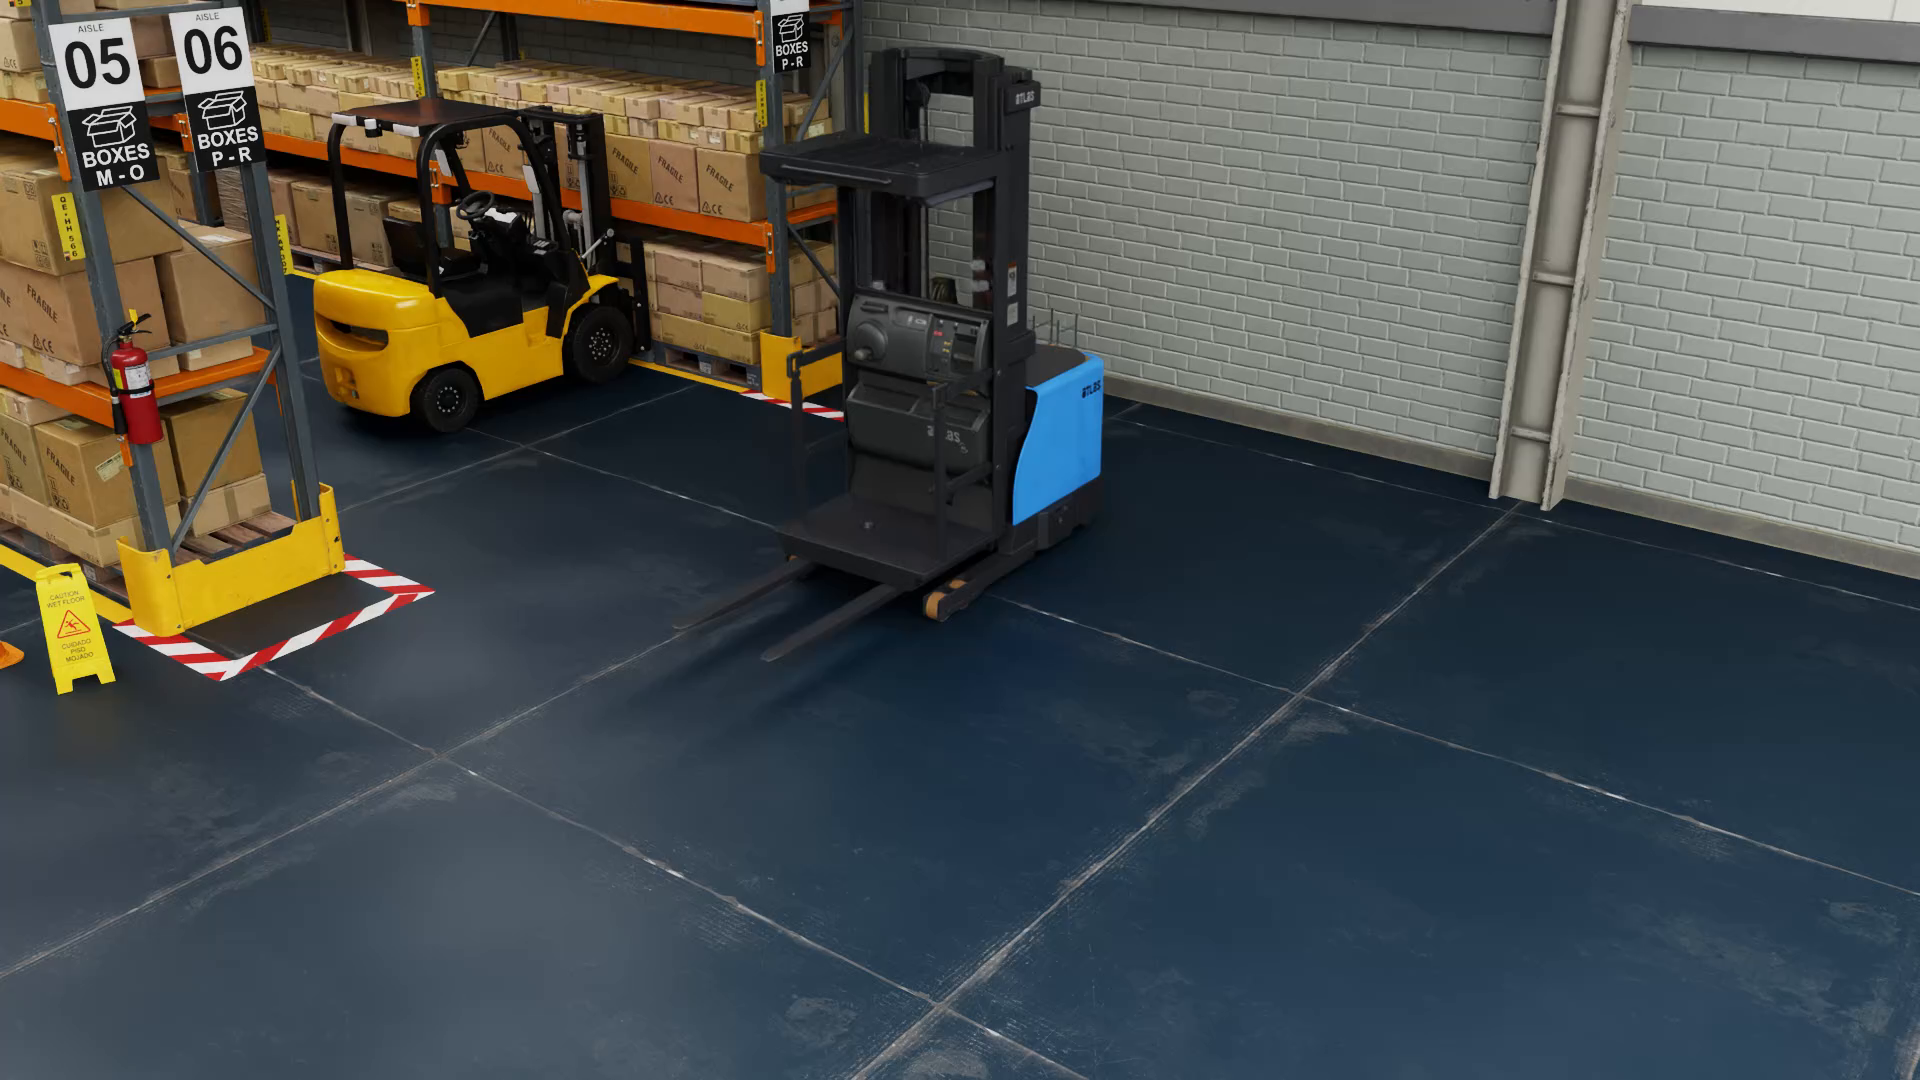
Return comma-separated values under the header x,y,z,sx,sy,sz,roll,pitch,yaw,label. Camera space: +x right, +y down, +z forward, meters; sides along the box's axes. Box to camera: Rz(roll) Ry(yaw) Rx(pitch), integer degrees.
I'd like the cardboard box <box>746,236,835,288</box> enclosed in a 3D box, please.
x,y,z,sx,sy,sz,roll,pitch,yaw,label
-1.347,-2.216,13.208,0.500,0.250,0.500,16,29,33,cardboard box

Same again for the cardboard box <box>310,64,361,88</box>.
x,y,z,sx,sy,sz,roll,pitch,yaw,label
-5.724,-4.267,15.286,0.250,0.149,0.380,17,29,34,cardboard box

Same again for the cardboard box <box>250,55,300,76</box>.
x,y,z,sx,sy,sz,roll,pitch,yaw,label
-6.528,-4.524,15.868,0.250,0.149,0.380,17,29,34,cardboard box

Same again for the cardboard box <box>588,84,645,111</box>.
x,y,z,sx,sy,sz,roll,pitch,yaw,label
-2.720,-3.513,13.206,0.250,0.149,0.380,17,29,34,cardboard box

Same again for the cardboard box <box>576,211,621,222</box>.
x,y,z,sx,sy,sz,roll,pitch,yaw,label
-2.956,-2.705,14.317,0.500,0.250,0.500,17,29,34,cardboard box

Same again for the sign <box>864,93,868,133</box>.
x,y,z,sx,sy,sz,roll,pitch,yaw,label
-0.739,-3.257,12.750,0.005,0.325,0.100,17,29,33,sign

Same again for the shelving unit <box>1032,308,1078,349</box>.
x,y,z,sx,sy,sz,roll,pitch,yaw,label
0.593,-0.874,10.736,0.189,1.200,0.258,16,27,32,shelving unit

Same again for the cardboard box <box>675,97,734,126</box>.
x,y,z,sx,sy,sz,roll,pitch,yaw,label
-1.931,-3.248,12.605,0.250,0.149,0.380,18,29,34,cardboard box

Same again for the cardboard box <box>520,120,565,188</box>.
x,y,z,sx,sy,sz,roll,pitch,yaw,label
-3.246,-3.226,13.727,0.500,0.500,0.500,16,29,33,cardboard box

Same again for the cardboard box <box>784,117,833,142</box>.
x,y,z,sx,sy,sz,roll,pitch,yaw,label
-1.192,-3.155,12.762,0.250,0.149,0.380,16,28,32,cardboard box

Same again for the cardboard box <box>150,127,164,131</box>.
x,y,z,sx,sy,sz,roll,pitch,yaw,label
-8.966,-4.528,18.581,0.250,0.149,0.380,16,28,31,cardboard box

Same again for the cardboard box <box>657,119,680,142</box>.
x,y,z,sx,sy,sz,roll,pitch,yaw,label
-2.106,-3.181,12.821,0.250,0.149,0.380,17,29,33,cardboard box

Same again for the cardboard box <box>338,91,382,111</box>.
x,y,z,sx,sy,sz,roll,pitch,yaw,label
-5.239,-3.933,15.021,0.500,0.250,0.500,16,28,32,cardboard box

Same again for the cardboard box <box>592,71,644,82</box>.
x,y,z,sx,sy,sz,roll,pitch,yaw,label
-2.835,-3.793,13.841,0.250,0.149,0.380,16,29,33,cardboard box

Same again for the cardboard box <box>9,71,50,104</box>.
x,y,z,sx,sy,sz,roll,pitch,yaw,label
-4.503,-2.298,8.337,0.250,0.149,0.380,17,29,34,cardboard box

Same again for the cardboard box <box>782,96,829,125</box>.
x,y,z,sx,sy,sz,roll,pitch,yaw,label
-1.217,-3.276,12.667,0.250,0.149,0.380,16,28,32,cardboard box

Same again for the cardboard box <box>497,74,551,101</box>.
x,y,z,sx,sy,sz,roll,pitch,yaw,label
-3.582,-3.732,13.702,0.250,0.149,0.380,18,29,34,cardboard box

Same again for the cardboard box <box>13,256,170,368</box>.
x,y,z,sx,sy,sz,roll,pitch,yaw,label
-4.650,-1.269,8.916,0.500,0.500,0.500,16,29,32,cardboard box

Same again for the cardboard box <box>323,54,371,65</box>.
x,y,z,sx,sy,sz,roll,pitch,yaw,label
-5.856,-4.546,15.918,0.250,0.149,0.380,18,29,35,cardboard box

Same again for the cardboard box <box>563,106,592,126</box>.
x,y,z,sx,sy,sz,roll,pitch,yaw,label
-2.954,-3.414,13.351,0.250,0.149,0.380,16,28,32,cardboard box

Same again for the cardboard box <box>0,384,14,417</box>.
x,y,z,sx,sy,sz,roll,pitch,yaw,label
-5.381,-0.857,9.629,0.250,0.149,0.380,17,29,34,cardboard box

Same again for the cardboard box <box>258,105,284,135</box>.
x,y,z,sx,sy,sz,roll,pitch,yaw,label
-6.453,-4.081,15.978,0.500,0.250,0.500,16,28,32,cardboard box

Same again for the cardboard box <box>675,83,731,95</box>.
x,y,z,sx,sy,sz,roll,pitch,yaw,label
-2.041,-3.529,13.243,0.250,0.149,0.380,18,29,35,cardboard box

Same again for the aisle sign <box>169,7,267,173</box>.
x,y,z,sx,sy,sz,roll,pitch,yaw,label
-3.815,-2.319,8.569,0.004,0.787,0.394,17,29,33,aisle sign

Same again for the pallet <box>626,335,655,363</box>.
x,y,z,sx,sy,sz,roll,pitch,yaw,label
-2.685,-1.837,14.158,1.213,0.211,1.003,17,29,33,pallet

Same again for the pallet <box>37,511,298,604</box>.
x,y,z,sx,sy,sz,roll,pitch,yaw,label
-4.740,0.005,9.976,1.213,0.211,1.003,17,29,33,pallet

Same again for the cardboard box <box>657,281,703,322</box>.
x,y,z,sx,sy,sz,roll,pitch,yaw,label
-2.048,-1.951,13.227,0.500,0.250,0.500,16,29,33,cardboard box

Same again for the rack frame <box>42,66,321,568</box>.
x,y,z,sx,sy,sz,roll,pitch,yaw,label
-4.050,-1.044,8.900,0.127,3.000,1.000,17,29,33,rack frame

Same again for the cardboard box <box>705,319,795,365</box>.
x,y,z,sx,sy,sz,roll,pitch,yaw,label
-1.642,-1.592,13.033,0.500,0.250,0.500,17,29,34,cardboard box

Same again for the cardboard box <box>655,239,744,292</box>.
x,y,z,sx,sy,sz,roll,pitch,yaw,label
-2.044,-2.171,13.105,0.500,0.250,0.500,17,29,34,cardboard box

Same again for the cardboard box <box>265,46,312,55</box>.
x,y,z,sx,sy,sz,roll,pitch,yaw,label
-6.649,-4.801,16.498,0.250,0.149,0.380,17,29,33,cardboard box

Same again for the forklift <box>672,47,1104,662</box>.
x,y,z,sx,sy,sz,roll,pitch,yaw,label
-0.362,-1.108,9.129,1.130,2.935,3.031,16,28,32,forklift

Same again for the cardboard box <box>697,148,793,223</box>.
x,y,z,sx,sy,sz,roll,pitch,yaw,label
-1.627,-2.727,12.595,0.500,0.500,0.500,16,28,32,cardboard box

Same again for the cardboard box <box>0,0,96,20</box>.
x,y,z,sx,sy,sz,roll,pitch,yaw,label
-4.498,-2.654,8.155,0.250,0.149,0.380,17,29,34,cardboard box

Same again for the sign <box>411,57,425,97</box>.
x,y,z,sx,sy,sz,roll,pitch,yaw,label
-4.595,-3.930,14.112,0.005,0.325,0.100,17,29,33,sign

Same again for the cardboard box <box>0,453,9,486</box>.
x,y,z,sx,sy,sz,roll,pitch,yaw,label
-5.667,-0.681,10.034,0.500,0.500,0.500,16,28,32,cardboard box

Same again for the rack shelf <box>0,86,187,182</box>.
x,y,z,sx,sy,sz,roll,pitch,yaw,label
-5.651,-2.572,9.538,4.000,0.370,1.077,17,29,33,rack shelf

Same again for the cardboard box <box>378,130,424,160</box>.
x,y,z,sx,sy,sz,roll,pitch,yaw,label
-4.837,-3.583,14.848,0.500,0.250,0.500,18,29,34,cardboard box

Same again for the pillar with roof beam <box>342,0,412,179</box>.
x,y,z,sx,sy,sz,roll,pitch,yaw,label
-8.476,-5.913,12.510,0.400,9.000,9.100,17,29,33,pillar with roof beam

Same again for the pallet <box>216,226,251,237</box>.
x,y,z,sx,sy,sz,roll,pitch,yaw,label
-6.842,-3.094,17.010,1.213,0.211,1.003,17,29,33,pallet

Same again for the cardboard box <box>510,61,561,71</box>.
x,y,z,sx,sy,sz,roll,pitch,yaw,label
-3.664,-4.039,14.399,0.250,0.149,0.380,16,28,32,cardboard box

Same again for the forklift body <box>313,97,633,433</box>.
x,y,z,sx,sy,sz,roll,pitch,yaw,label
-3.688,-2.128,12.413,1.214,2.155,2.313,17,29,33,forklift body

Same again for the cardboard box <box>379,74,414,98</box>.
x,y,z,sx,sy,sz,roll,pitch,yaw,label
-4.901,-4.024,14.735,0.250,0.149,0.380,16,29,33,cardboard box

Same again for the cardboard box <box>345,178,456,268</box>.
x,y,z,sx,sy,sz,roll,pitch,yaw,label
-5.318,-3.032,15.836,0.625,0.625,0.875,16,29,33,cardboard box

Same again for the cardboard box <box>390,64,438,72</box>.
x,y,z,sx,sy,sz,roll,pitch,yaw,label
-5.029,-4.308,15.380,0.250,0.149,0.380,16,29,33,cardboard box

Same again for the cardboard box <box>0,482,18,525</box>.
x,y,z,sx,sy,sz,roll,pitch,yaw,label
-5.690,-0.340,10.190,0.500,0.250,0.500,16,28,31,cardboard box

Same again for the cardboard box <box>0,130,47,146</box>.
x,y,z,sx,sy,sz,roll,pitch,yaw,label
-5.460,-1.952,9.227,0.500,0.500,0.700,16,29,33,cardboard box

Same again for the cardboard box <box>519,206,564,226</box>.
x,y,z,sx,sy,sz,roll,pitch,yaw,label
-3.675,-2.660,14.217,0.500,0.250,0.500,17,29,33,cardboard box

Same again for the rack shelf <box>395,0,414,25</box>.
x,y,z,sx,sy,sz,roll,pitch,yaw,label
-5.877,-5.141,15.370,4.000,0.370,1.077,17,29,33,rack shelf

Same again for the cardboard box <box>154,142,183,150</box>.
x,y,z,sx,sy,sz,roll,pitch,yaw,label
-8.446,-4.098,17.606,0.250,0.149,0.380,16,28,32,cardboard box

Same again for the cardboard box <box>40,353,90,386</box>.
x,y,z,sx,sy,sz,roll,pitch,yaw,label
-4.747,-0.976,9.057,0.250,0.149,0.380,16,29,33,cardboard box

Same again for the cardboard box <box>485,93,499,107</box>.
x,y,z,sx,sy,sz,roll,pitch,yaw,label
-3.746,-3.679,13.950,0.250,0.149,0.380,17,29,33,cardboard box
